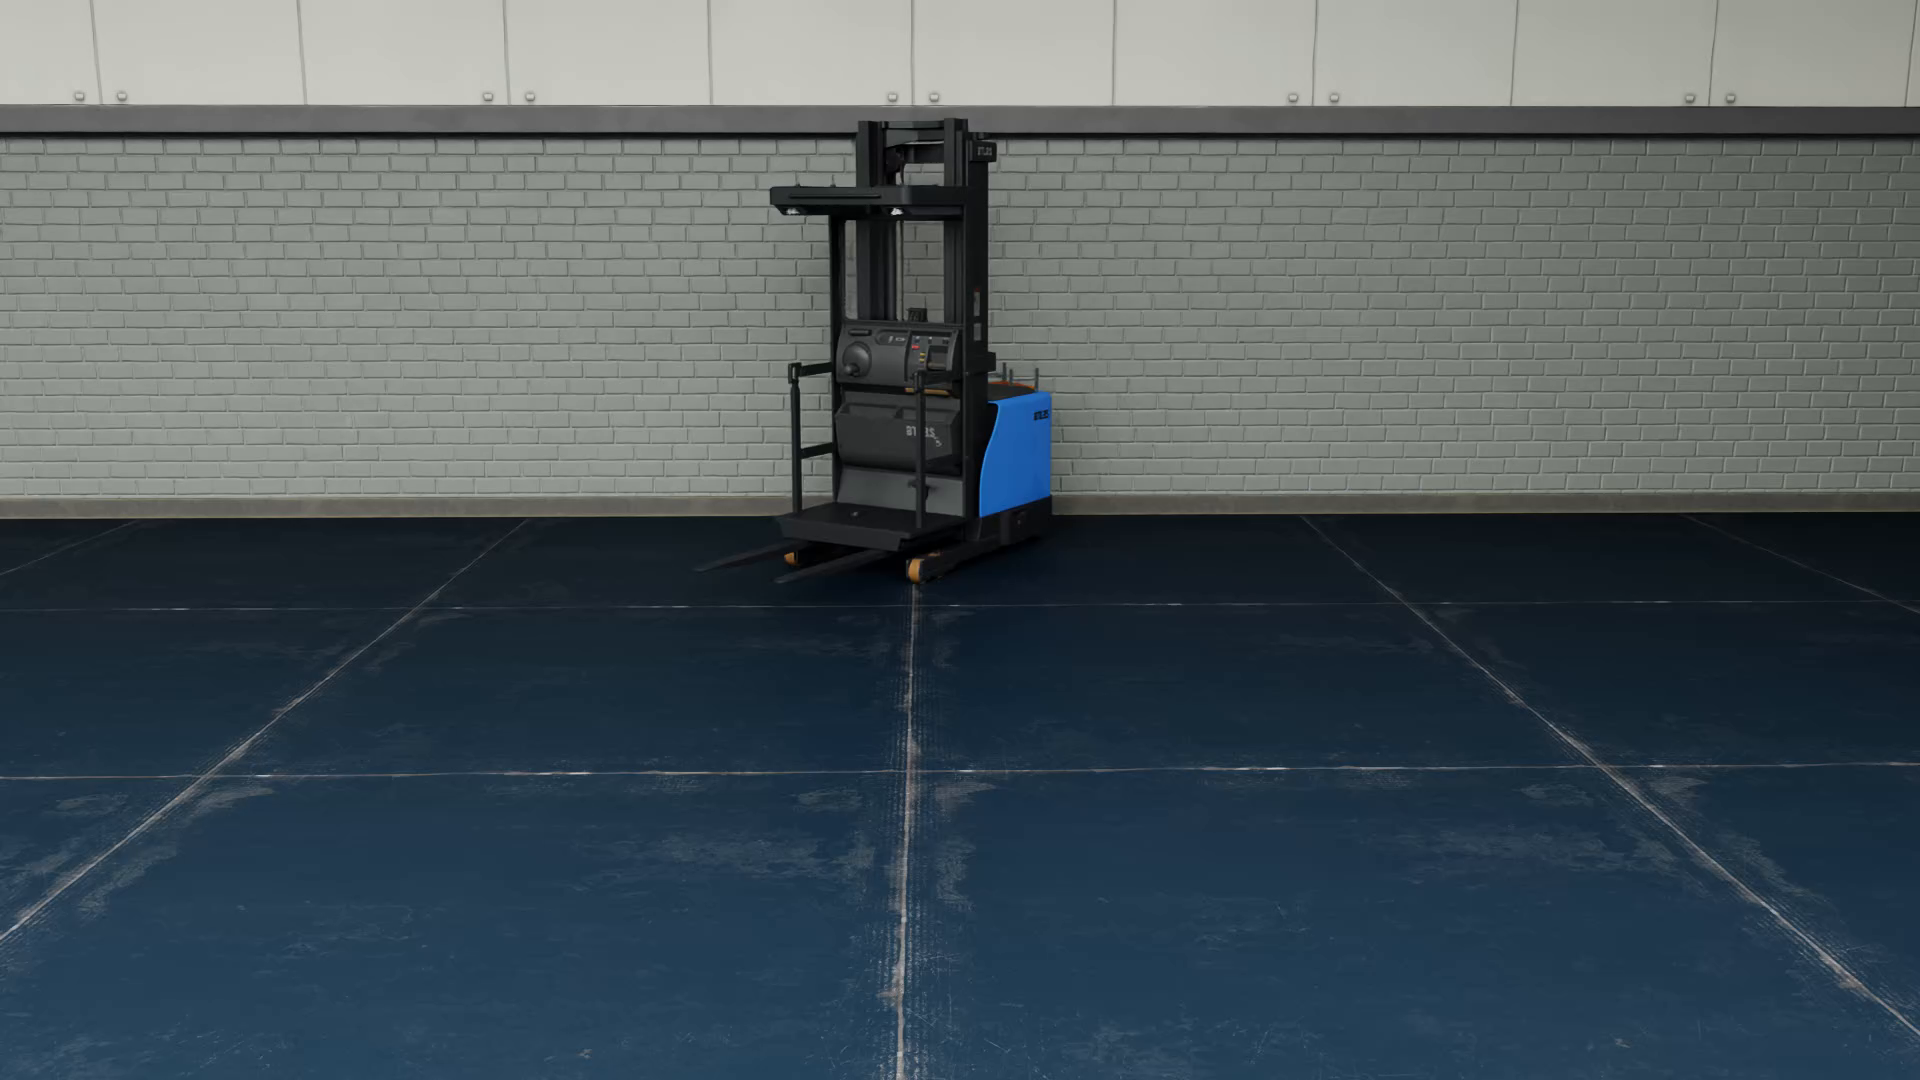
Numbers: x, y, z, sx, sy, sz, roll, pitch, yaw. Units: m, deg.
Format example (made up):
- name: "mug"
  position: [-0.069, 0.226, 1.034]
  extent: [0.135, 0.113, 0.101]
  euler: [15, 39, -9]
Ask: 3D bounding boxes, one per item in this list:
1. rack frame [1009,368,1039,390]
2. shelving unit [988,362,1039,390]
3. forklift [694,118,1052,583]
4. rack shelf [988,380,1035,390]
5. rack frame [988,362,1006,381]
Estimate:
- name: "rack frame"
  position: [0.472, -0.675, 12.369]
  extent: [0.240, 1.200, 0.015]
  euler: [-6, 13, -27]
- name: "shelving unit"
  position: [0.358, -0.718, 12.580]
  extent: [0.258, 1.200, 0.503]
  euler: [-6, 13, -27]
- name: "forklift"
  position: [-0.532, -1.261, 10.905]
  extent: [1.130, 2.935, 3.031]
  euler: [7, 13, 31]
- name: "rack shelf"
  position: [0.358, -1.103, 12.502]
  extent: [0.258, 0.148, 0.480]
  euler: [-6, 13, -27]
- name: "rack frame"
  position: [0.243, -0.761, 12.792]
  extent: [0.240, 1.200, 0.015]
  euler: [-6, 13, -27]
